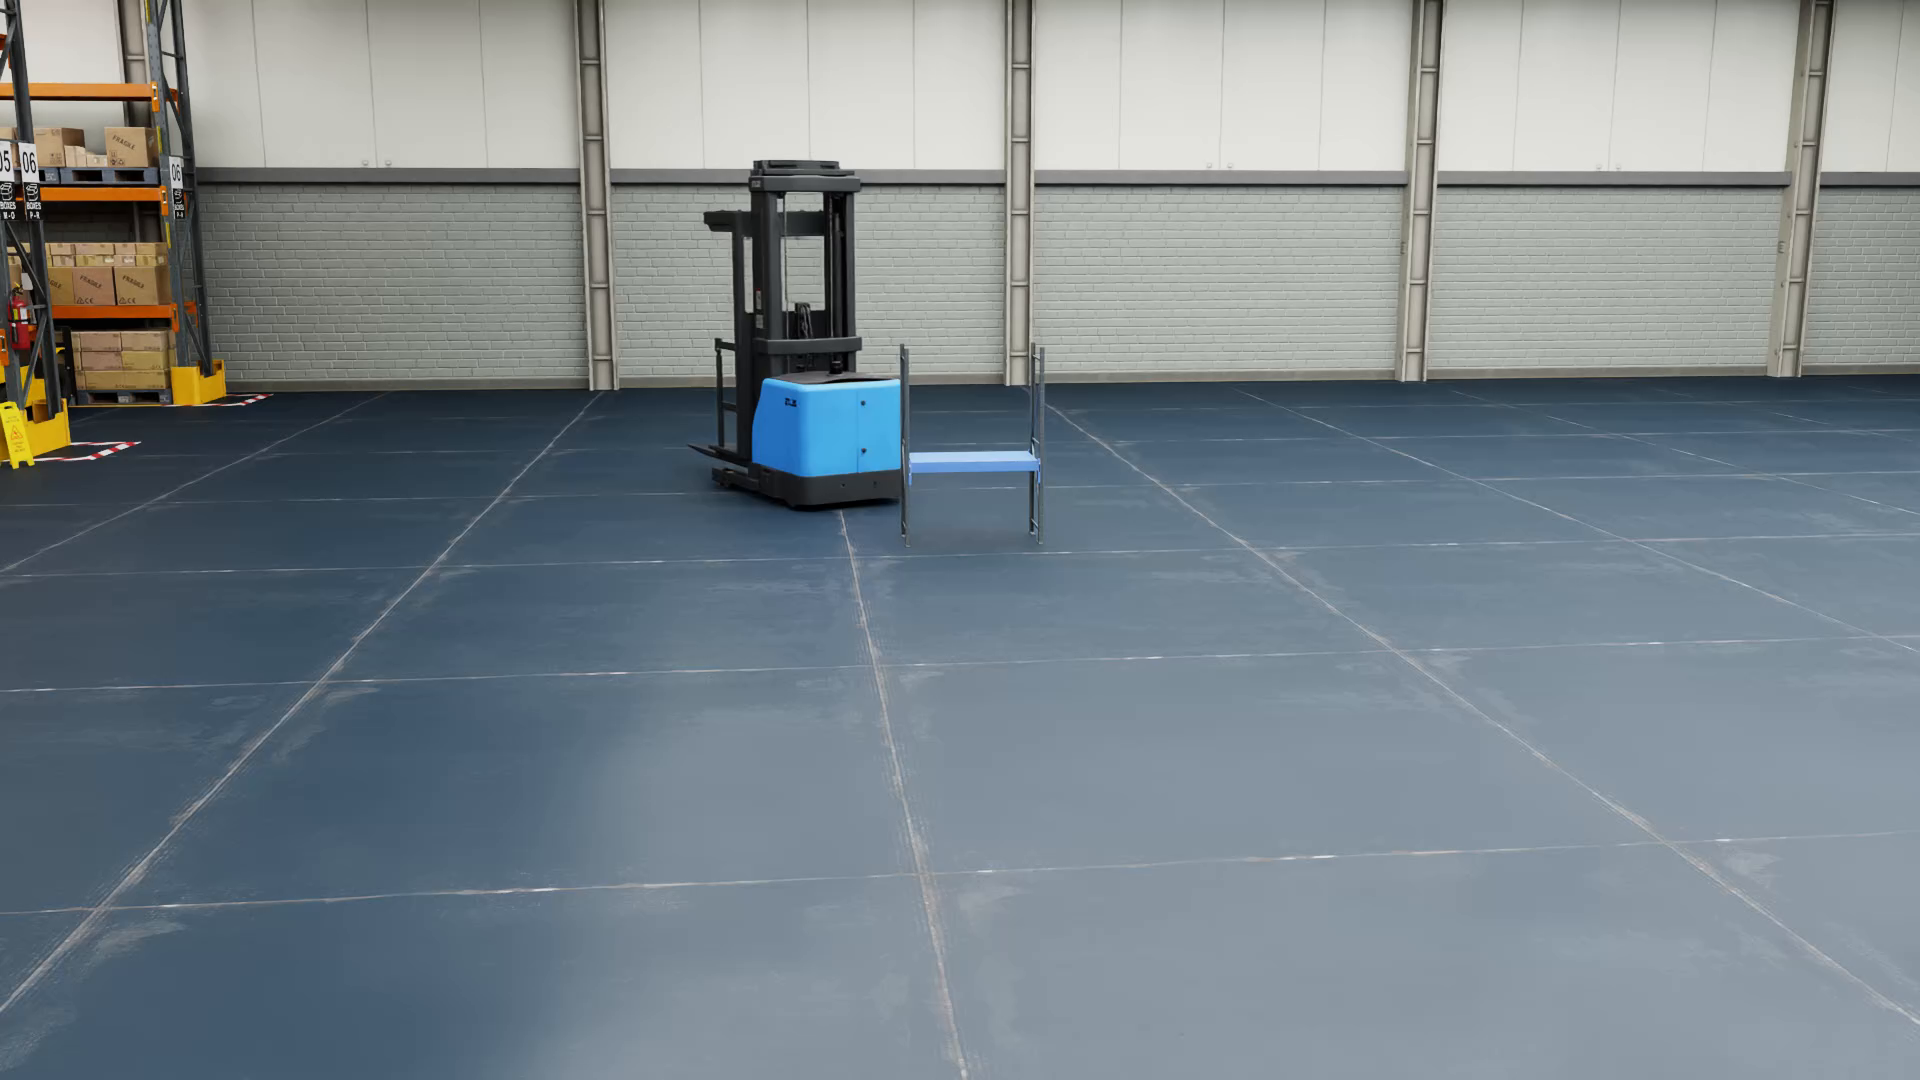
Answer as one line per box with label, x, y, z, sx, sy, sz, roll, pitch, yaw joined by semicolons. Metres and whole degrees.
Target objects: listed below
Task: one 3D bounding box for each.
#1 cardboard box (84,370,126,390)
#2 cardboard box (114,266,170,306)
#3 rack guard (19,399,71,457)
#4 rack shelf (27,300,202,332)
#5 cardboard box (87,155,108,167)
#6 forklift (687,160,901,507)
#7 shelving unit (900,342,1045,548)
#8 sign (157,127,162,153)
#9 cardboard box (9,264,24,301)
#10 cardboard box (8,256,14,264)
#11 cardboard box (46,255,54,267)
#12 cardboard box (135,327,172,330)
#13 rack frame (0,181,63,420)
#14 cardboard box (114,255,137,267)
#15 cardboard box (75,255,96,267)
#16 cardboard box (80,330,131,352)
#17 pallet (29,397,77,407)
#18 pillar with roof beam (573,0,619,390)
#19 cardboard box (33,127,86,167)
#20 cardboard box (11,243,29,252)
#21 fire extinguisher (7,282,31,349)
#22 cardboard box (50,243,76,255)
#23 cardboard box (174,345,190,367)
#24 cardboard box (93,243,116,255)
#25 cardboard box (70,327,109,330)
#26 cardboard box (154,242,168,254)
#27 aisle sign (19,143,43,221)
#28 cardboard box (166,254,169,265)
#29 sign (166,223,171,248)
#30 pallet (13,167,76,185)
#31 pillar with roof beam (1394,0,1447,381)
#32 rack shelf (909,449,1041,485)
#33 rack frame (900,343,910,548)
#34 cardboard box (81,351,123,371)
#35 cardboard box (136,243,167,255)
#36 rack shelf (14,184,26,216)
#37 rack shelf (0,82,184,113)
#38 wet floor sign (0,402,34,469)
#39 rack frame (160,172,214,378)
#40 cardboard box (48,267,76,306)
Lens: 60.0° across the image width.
cardboard box;-11.216;-2.138;22.005;0.500;0.250;0.500;-1;11;-6
cardboard box;-10.748;-3.348;21.864;0.500;0.500;0.500;-1;11;-7
rack guard;-9.823;-1.180;17.573;0.348;0.500;1.175;-1;11;-6
rack shelf;-12.275;-2.965;22.039;4.000;0.370;1.077;-1;11;-6
cardboard box;-11.078;-4.888;21.482;0.250;0.149;0.380;-2;11;-8
forklift;-1.647;-1.955;15.217;1.130;2.935;3.031;-7;13;-30
shelving unit;0.085;-0.738;12.732;1.048;1.500;0.538;-1;11;-6
sign;-10.242;-5.123;21.284;0.005;0.325;0.100;-1;11;-6
cardboard box;-10.248;-2.646;17.522;0.500;0.500;0.500;-1;11;-7
cardboard box;-12.379;-3.628;21.607;0.250;0.149;0.380;-1;11;-7
cardboard box;-11.874;-3.635;21.640;0.250;0.149;0.380;-1;11;-6
cardboard box;-10.785;-2.734;22.444;0.500;0.250;0.500;-1;11;-7
rack frame;-9.747;-2.408;17.340;0.127;3.000;1.000;-1;11;-6
cardboard box;-10.852;-3.655;21.743;0.250;0.149;0.380;-1;11;-5
cardboard box;-11.365;-3.658;21.760;0.250;0.149;0.380;-1;11;-6
cardboard box;-11.218;-2.626;21.897;0.500;0.250;0.500;-1;11;-5
pallet;-12.253;-1.943;22.203;1.213;0.211;1.003;-1;11;-6
pillar with roof beam;-4.647;-5.761;18.845;0.400;9.000;9.100;-1;11;-6
cardboard box;-11.730;-5.078;21.537;0.500;0.500;0.700;-1;11;-6
cardboard box;-12.145;-3.792;21.669;0.250;0.149;0.380;-1;11;-5
fire extinguisher;-9.584;-2.284;16.910;0.183;0.674;0.296;-1;11;-6
cardboard box;-11.622;-3.786;21.637;0.250;0.149;0.380;-1;11;-5
cardboard box;-10.777;-2.492;22.511;0.500;0.250;0.500;-1;11;-5
cardboard box;-11.120;-3.803;21.727;0.250;0.149;0.380;-1;11;-5
cardboard box;-11.780;-2.714;22.345;0.500;0.250;0.500;-1;11;-6
cardboard box;-10.644;-3.907;22.254;0.250;0.149;0.380;-1;11;-7
aisle sign;-9.719;-3.744;17.398;0.004;0.787;0.394;-1;11;-6
cardboard box;-10.652;-3.770;22.327;0.250;0.149;0.380;-1;11;-8
sign;-10.242;-3.940;21.516;0.005;0.325;0.100;-1;11;-6
pallet;-12.208;-4.752;21.719;1.213;0.211;1.003;-1;11;-6
pillar with roof beam;7.283;-6.011;20.116;0.400;9.000;9.100;-1;11;-6
rack shelf;0.085;-0.561;12.767;1.000;0.185;0.538;-1;11;-6
rack frame;-0.421;-0.727;12.679;0.032;1.500;0.500;-1;11;-6
cardboard box;-11.237;-2.383;21.959;0.500;0.250;0.500;-1;11;-7
cardboard box;-10.620;-3.825;21.837;0.250;0.149;0.380;-1;11;-6
rack shelf;-11.736;-3.485;16.908;4.000;0.370;1.077;-1;11;-6
rack shelf;-12.275;-5.713;21.499;4.000;0.370;1.077;-1;11;-6
wet floor sign;-9.443;-1.051;16.544;0.232;0.644;0.267;3;11;14
rack frame;-10.287;-3.360;22.182;0.127;3.000;1.000;-1;11;-6
cardboard box;-11.774;-3.328;21.763;0.500;0.500;0.500;-1;11;-7
